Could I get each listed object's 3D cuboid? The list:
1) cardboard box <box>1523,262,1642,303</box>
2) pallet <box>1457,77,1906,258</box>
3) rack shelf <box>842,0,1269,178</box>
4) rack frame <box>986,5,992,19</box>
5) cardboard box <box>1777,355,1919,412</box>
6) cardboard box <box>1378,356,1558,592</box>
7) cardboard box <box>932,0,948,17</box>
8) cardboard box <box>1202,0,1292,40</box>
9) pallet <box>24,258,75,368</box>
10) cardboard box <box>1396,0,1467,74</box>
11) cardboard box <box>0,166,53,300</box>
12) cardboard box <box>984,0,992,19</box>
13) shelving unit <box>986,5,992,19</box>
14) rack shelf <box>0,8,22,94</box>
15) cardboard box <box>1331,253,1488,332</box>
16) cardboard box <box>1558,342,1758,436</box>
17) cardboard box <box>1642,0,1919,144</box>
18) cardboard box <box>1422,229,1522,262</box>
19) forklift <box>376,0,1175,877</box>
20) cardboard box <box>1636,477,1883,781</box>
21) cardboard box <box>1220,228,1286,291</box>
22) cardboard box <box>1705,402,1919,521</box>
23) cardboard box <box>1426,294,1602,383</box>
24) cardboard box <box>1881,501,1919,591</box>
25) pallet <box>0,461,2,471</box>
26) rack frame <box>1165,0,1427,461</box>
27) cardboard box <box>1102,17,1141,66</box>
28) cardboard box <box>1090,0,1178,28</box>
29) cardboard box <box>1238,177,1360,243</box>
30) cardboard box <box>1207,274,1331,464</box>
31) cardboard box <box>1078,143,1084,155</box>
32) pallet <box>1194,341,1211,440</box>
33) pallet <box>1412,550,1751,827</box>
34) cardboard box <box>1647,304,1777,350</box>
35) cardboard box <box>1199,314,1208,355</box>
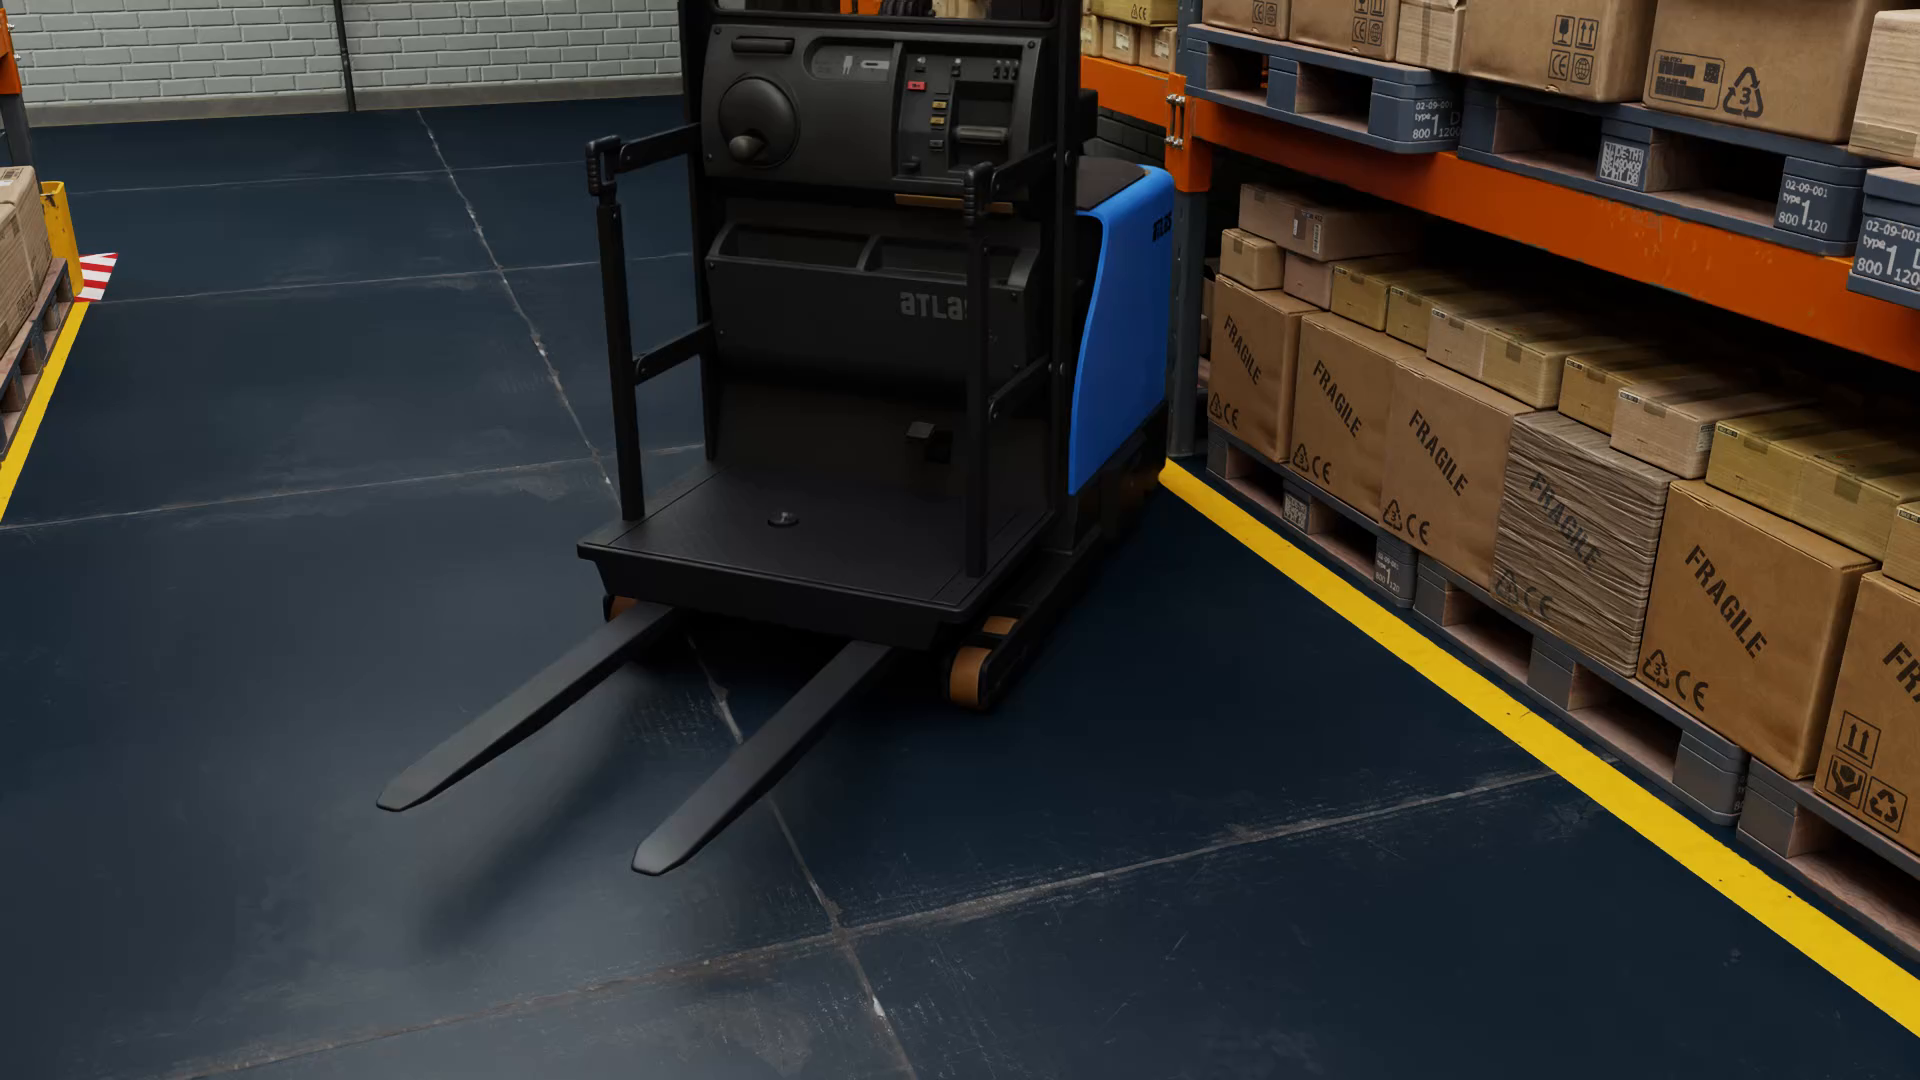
[{"bbox_3d":[1.907,-0.731,4.965,0.380,0.149,0.250,-10,25,-22],"label":"cardboard box"},{"bbox_3d":[1.922,-0.920,3.818,1.003,0.211,1.213,-8,24,-19],"label":"pallet"},{"bbox_3d":[0.493,-2.151,7.418,1.077,0.370,4.000,-8,24,-19],"label":"rack shelf"},{"bbox_3d":[0.005,-1.126,5.990,0.023,1.500,0.400,15,27,32],"label":"rack frame"},{"bbox_3d":[2.213,-0.338,4.032,0.380,0.149,0.250,-8,24,-19],"label":"cardboard box"},{"bbox_3d":[1.530,-0.217,4.580,0.500,0.500,0.500,-9,25,-21],"label":"cardboard box"},{"bbox_3d":[0.055,-2.462,7.552,0.380,0.149,0.250,-9,24,-20],"label":"cardboard box"},{"bbox_3d":[1.161,-1.789,4.963,0.700,0.500,0.500,-8,24,-18],"label":"cardboard box"},{"bbox_3d":[-4.500,-0.962,7.261,1.003,0.211,1.213,-8,24,-19],"label":"pallet"},{"bbox_3d":[1.332,-1.330,4.176,0.396,0.266,0.258,-7,24,-16],"label":"cardboard box"},{"bbox_3d":[-4.529,-1.314,7.263,0.875,0.438,0.875,-9,25,-21],"label":"cardboard box"},{"bbox_3d":[0.322,-2.285,7.132,0.380,0.149,0.250,-8,24,-19],"label":"cardboard box"},{"bbox_3d":[-0.294,-1.208,6.184,0.755,1.500,0.431,15,27,32],"label":"shelving unit"},{"bbox_3d":[-4.149,-1.469,5.799,1.077,0.370,4.000,-8,24,-19],"label":"rack shelf"},{"bbox_3d":[1.349,-0.748,5.005,0.380,0.149,0.250,-10,25,-22],"label":"cardboard box"},{"bbox_3d":[1.720,-0.370,4.108,0.380,0.149,0.250,-8,24,-19],"label":"cardboard box"},{"bbox_3d":[1.863,-1.111,3.351,0.797,0.503,0.637,-9,24,-20],"label":"cardboard box"},{"bbox_3d":[1.697,-0.908,5.384,0.380,0.149,0.250,-8,24,-19],"label":"cardboard box"},{"bbox_3d":[-0.319,-1.102,4.090,1.130,2.935,3.031,9,24,20],"label":"forklift"},{"bbox_3d":[1.908,0.158,3.690,0.500,0.500,0.500,-7,24,-17],"label":"cardboard box"},{"bbox_3d":[1.078,-0.930,5.436,0.380,0.149,0.250,-7,24,-16],"label":"cardboard box"},{"bbox_3d":[1.885,-0.177,3.651,0.380,0.149,0.250,-9,24,-20],"label":"cardboard box"},{"bbox_3d":[1.512,-0.554,4.546,0.380,0.149,0.250,-8,24,-19],"label":"cardboard box"},{"bbox_3d":[2.024,0.015,3.194,0.380,0.149,0.250,-9,25,-21],"label":"cardboard box"},{"bbox_3d":[-3.638,-0.076,5.158,1.003,0.211,1.213,-8,24,-19],"label":"pallet"},{"bbox_3d":[1.200,-1.756,5.554,1.000,3.000,0.127,-8,24,-19],"label":"rack frame"},{"bbox_3d":[0.739,-1.813,6.013,0.380,0.149,0.250,-8,24,-18],"label":"cardboard box"},{"bbox_3d":[0.792,-1.976,5.885,0.500,0.250,0.500,-8,24,-18],"label":"cardboard box"},{"bbox_3d":[1.134,-1.075,5.398,0.380,0.149,0.250,-9,24,-20],"label":"cardboard box"},{"bbox_3d":[1.160,-0.591,5.468,0.500,0.500,0.500,-7,24,-17],"label":"cardboard box"},{"bbox_3d":[0.180,-1.700,8.099,0.700,0.500,0.500,-7,24,-17],"label":"cardboard box"},{"bbox_3d":[0.958,-0.721,6.688,1.003,0.211,1.213,-8,24,-19],"label":"pallet"},{"bbox_3d":[1.957,0.263,4.354,1.003,0.211,1.213,-8,24,-19],"label":"pallet"},{"bbox_3d":[2.097,-0.538,4.507,0.380,0.149,0.250,-8,24,-18],"label":"cardboard box"},{"bbox_3d":[0.728,-0.798,6.411,0.380,0.149,0.250,-9,25,-21],"label":"cardboard box"}]
